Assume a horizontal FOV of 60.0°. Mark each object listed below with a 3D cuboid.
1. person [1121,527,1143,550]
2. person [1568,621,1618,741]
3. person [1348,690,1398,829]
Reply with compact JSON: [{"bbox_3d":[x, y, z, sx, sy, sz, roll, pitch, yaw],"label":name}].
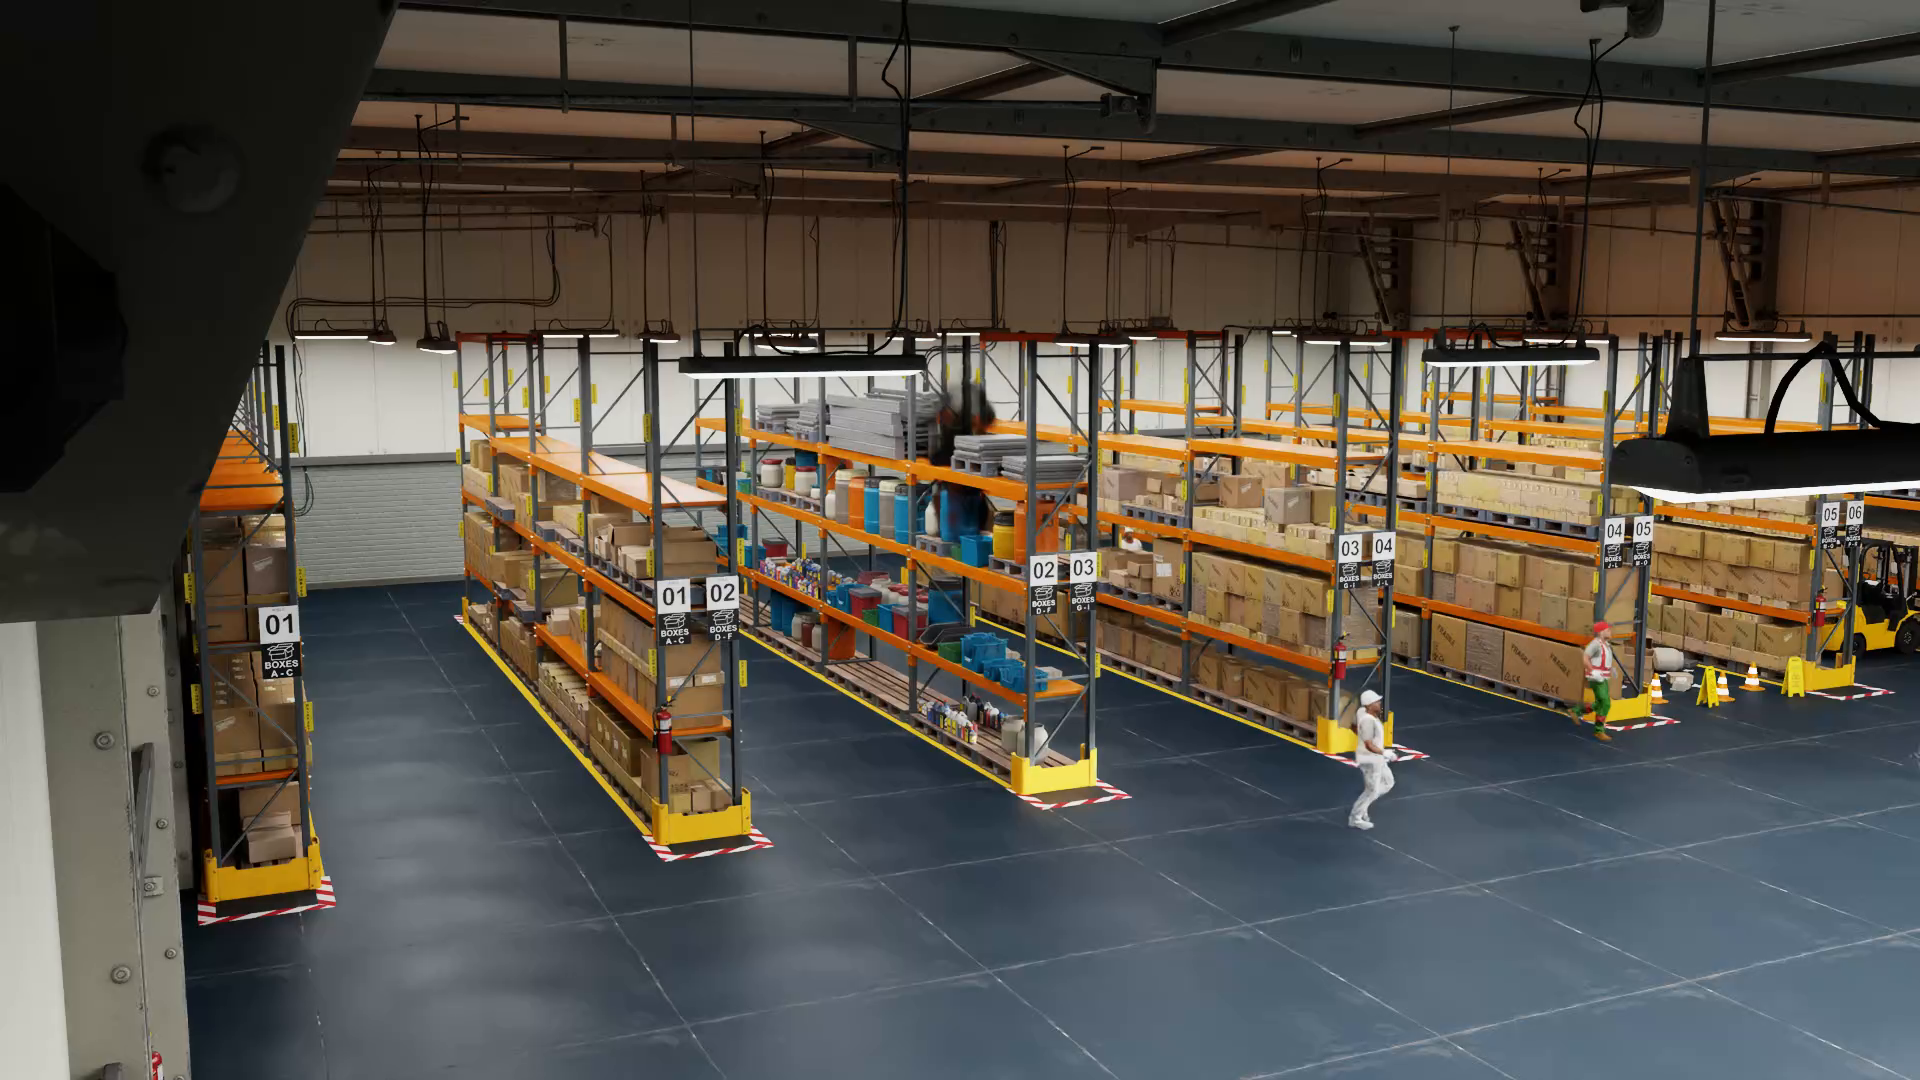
[{"bbox_3d":[3.738,0.578,36.395,0.708,1.724,0.517,-2,8,-15],"label":"person"},{"bbox_3d":[9.619,2.103,25.176,0.731,1.755,0.705,7,10,41],"label":"person"},{"bbox_3d":[5.116,2.703,20.564,0.566,1.737,0.695,2,8,11],"label":"person"}]
